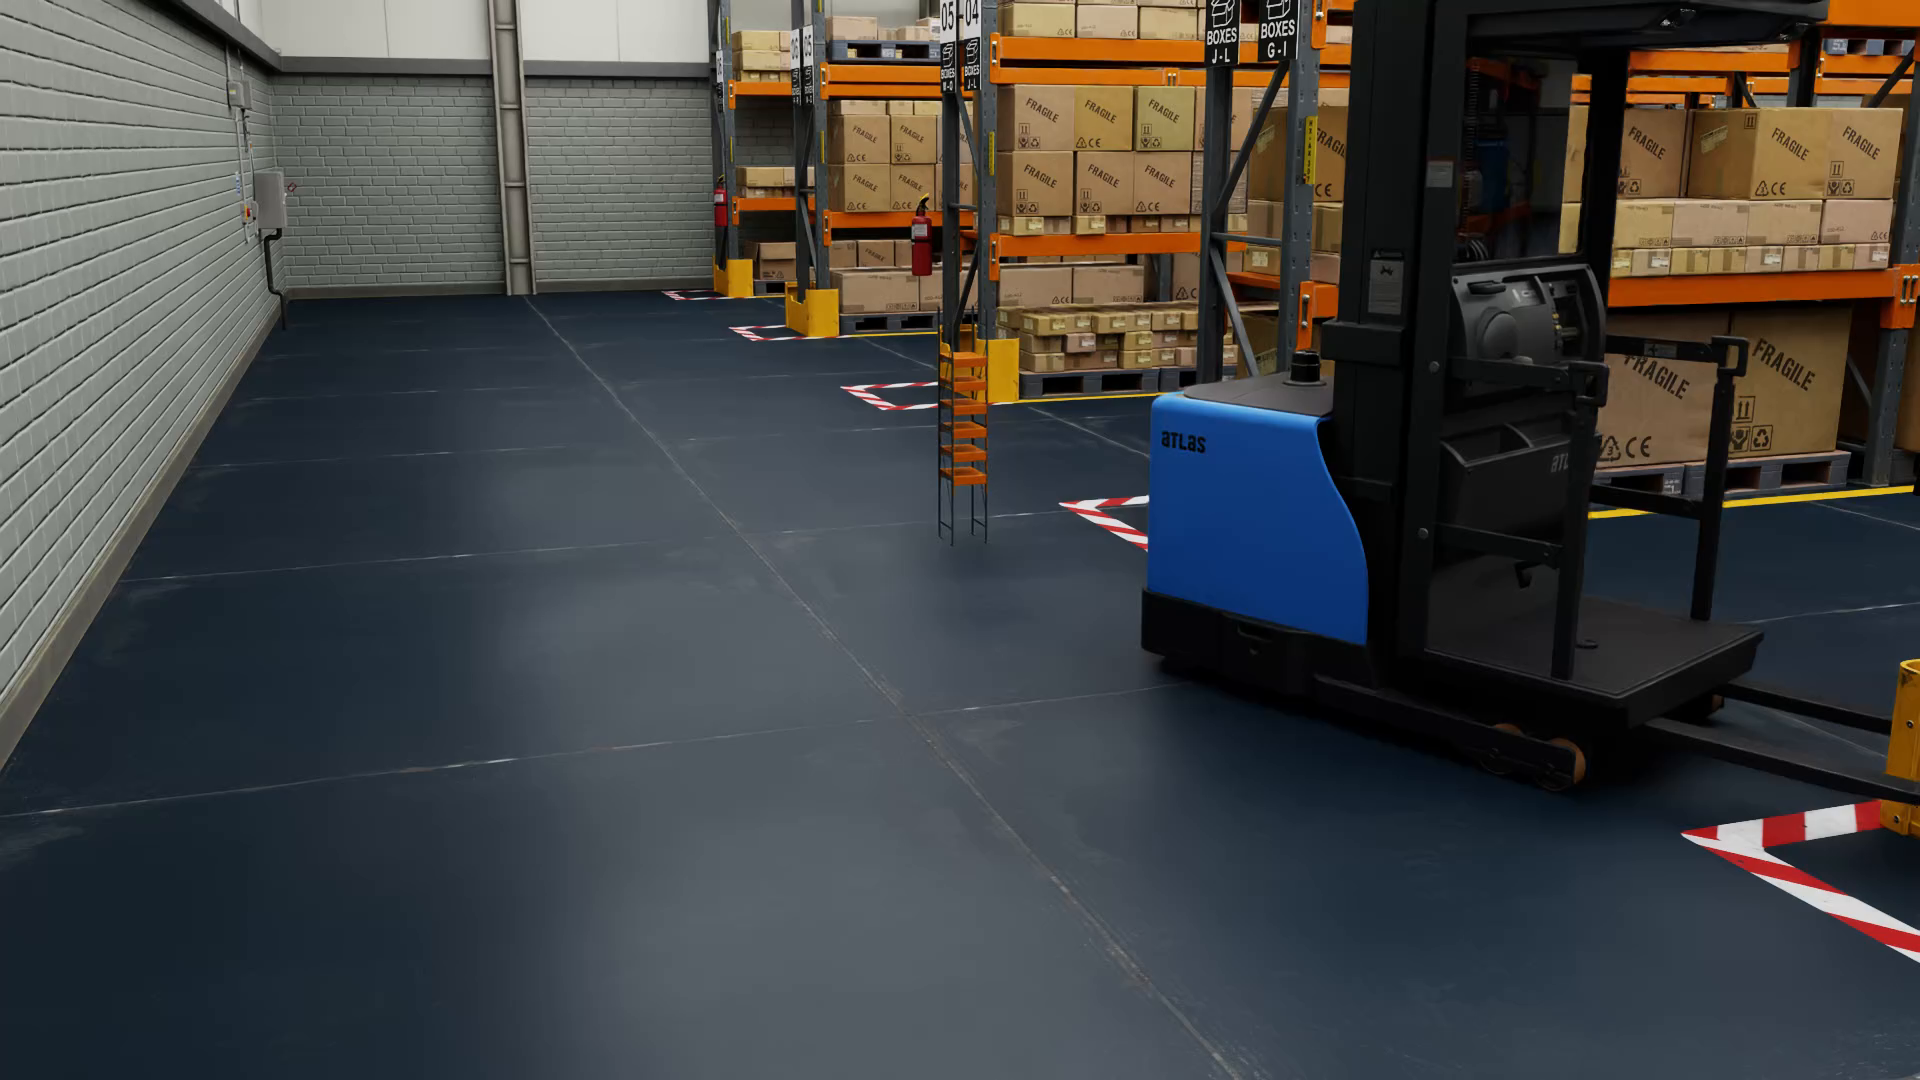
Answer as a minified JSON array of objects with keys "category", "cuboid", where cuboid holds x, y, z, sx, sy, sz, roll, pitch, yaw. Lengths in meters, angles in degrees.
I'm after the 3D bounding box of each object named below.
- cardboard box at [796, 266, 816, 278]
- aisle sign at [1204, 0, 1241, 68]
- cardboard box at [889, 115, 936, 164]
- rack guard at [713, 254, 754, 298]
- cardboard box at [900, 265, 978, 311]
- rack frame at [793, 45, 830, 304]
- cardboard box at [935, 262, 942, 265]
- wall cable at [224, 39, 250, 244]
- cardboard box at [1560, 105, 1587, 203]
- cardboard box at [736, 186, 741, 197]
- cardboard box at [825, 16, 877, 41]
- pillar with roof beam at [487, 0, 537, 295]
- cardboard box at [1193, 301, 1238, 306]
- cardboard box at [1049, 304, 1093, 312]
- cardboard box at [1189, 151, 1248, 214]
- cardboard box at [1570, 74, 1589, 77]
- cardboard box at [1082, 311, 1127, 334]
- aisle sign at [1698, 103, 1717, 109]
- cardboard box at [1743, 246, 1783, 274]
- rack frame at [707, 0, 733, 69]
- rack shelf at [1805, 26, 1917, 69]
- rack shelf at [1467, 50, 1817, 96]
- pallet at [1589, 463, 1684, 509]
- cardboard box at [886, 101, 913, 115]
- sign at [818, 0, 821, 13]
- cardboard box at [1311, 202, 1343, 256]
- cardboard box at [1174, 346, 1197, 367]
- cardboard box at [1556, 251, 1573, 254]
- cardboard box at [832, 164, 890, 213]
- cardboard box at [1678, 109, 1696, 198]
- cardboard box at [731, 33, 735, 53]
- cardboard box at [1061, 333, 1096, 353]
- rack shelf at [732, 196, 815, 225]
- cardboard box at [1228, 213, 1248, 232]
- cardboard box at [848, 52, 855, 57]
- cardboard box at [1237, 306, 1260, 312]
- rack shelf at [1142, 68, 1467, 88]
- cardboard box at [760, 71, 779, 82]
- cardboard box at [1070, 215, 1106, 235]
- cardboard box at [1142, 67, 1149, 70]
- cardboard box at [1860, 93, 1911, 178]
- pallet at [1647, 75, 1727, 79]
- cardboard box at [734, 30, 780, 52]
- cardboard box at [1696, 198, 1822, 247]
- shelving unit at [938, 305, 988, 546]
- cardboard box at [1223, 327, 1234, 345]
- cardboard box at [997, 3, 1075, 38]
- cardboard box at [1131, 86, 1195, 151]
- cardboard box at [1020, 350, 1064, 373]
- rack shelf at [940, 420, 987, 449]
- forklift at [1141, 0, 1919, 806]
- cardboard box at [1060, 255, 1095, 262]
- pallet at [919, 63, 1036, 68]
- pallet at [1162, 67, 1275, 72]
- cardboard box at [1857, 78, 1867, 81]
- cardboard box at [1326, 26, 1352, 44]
[{"category":"cardboard box","cuboid":[-2.168,-3.709,23.008,0.250,0.149,0.380,-5,14,-20]},{"category":"aisle sign","cuboid":[1.391,-2.908,8.769,0.004,0.787,0.394,-4,14,-18]},{"category":"cardboard box","cuboid":[-0.573,-4.304,17.879,0.500,0.500,0.500,-5,14,-20]},{"category":"rack guard","cuboid":[-3.121,-3.634,22.842,0.348,0.500,1.175,-4,14,-18]},{"category":"cardboard box","cuboid":[-0.148,-2.854,18.790,0.875,0.438,0.875,-4,14,-17]},{"category":"rack frame","cuboid":[-1.606,-3.756,17.953,0.127,3.000,1.000,-4,14,-18]},{"category":"cardboard box","cuboid":[-0.174,-3.882,23.483,0.258,0.266,0.396,-4,14,-16]},{"category":"wall cable","cuboid":[-6.943,-3.845,16.061,0.123,1.953,0.585,-4,14,-18]},{"category":"cardboard box","cuboid":[3.058,-2.072,8.933,0.500,0.500,0.500,-5,14,-20]},{"category":"cardboard box","cuboid":[-2.964,-4.806,22.908,0.250,0.149,0.380,-5,14,-19]},{"category":"cardboard box","cuboid":[-1.208,-5.449,17.786,0.500,0.250,0.500,-6,15,-23]},{"category":"pillar with roof beam","cuboid":[-4.663,-6.818,17.860,0.400,9.000,9.100,-4,14,-18]},{"category":"cardboard box","cuboid":[2.224,-2.000,14.537,0.250,0.149,0.380,-5,14,-20]},{"category":"cardboard box","cuboid":[0.951,-1.933,14.253,0.250,0.149,0.380,-5,14,-19]},{"category":"cardboard box","cuboid":[2.030,-2.962,13.753,0.500,0.500,0.500,-5,14,-20]},{"category":"cardboard box","cuboid":[7.413,-5.975,20.576,0.637,0.503,0.797,-4,14,-18]},{"category":"cardboard box","cuboid":[1.176,-1.786,13.639,0.250,0.149,0.380,-4,14,-18]},{"category":"aisle sign","cuboid":[12.127,-7.231,26.942,0.004,0.787,0.394,-4,14,-18]},{"category":"cardboard box","cuboid":[4.430,-1.605,9.450,0.250,0.149,0.380,-4,14,-17]},{"category":"rack frame","cuboid":[-3.193,-7.763,21.834,0.127,3.000,1.000,-4,14,-18]},{"category":"rack shelf","cuboid":[7.241,-3.135,10.413,4.000,0.370,1.077,-4,14,-18]},{"category":"rack shelf","cuboid":[5.755,-4.230,15.018,4.000,0.370,1.077,-4,14,-18]},{"category":"pallet","cuboid":[3.442,-0.392,9.833,1.213,0.211,1.003,-4,14,-18]},{"category":"cardboard box","cuboid":[-0.673,-4.602,17.728,0.250,0.149,0.380,-4,14,-16]},{"category":"sign","cuboid":[-1.435,-5.557,16.982,0.005,0.325,0.100,-4,14,-18]},{"category":"cardboard box","cuboid":[2.095,-1.631,8.699,0.500,0.250,0.500,-5,14,-20]},{"category":"cardboard box","cuboid":[1.875,-1.555,13.951,0.250,0.149,0.380,-5,14,-21]},{"category":"cardboard box","cuboid":[3.214,-1.510,9.052,0.250,0.149,0.380,-5,14,-19]},{"category":"cardboard box","cuboid":[-1.060,-3.778,17.826,0.500,0.500,0.500,-5,14,-19]},{"category":"cardboard box","cuboid":[4.341,-2.301,9.894,0.500,0.500,0.500,-4,14,-18]},{"category":"cardboard box","cuboid":[-2.861,-6.713,22.502,0.500,0.250,0.500,-5,14,-20]},{"category":"cardboard box","cuboid":[0.924,-1.631,13.626,0.250,0.149,0.380,-5,14,-18]},{"category":"rack shelf","cuboid":[-1.297,-4.642,23.233,4.000,0.370,1.077,-4,14,-18]},{"category":"cardboard box","cuboid":[2.205,-2.648,13.835,0.250,0.149,0.380,-4,14,-17]},{"category":"cardboard box","cuboid":[-1.721,-6.426,22.374,0.500,0.250,0.500,-5,14,-20]},{"category":"cardboard box","cuboid":[2.392,-1.885,14.051,0.250,0.149,0.380,-5,14,-20]},{"category":"rack shelf","cuboid":[4.080,-5.309,19.551,4.000,0.370,1.077,-4,14,-18]},{"category":"cardboard box","cuboid":[-2.576,-6.179,22.201,0.250,0.149,0.380,-4,14,-17]},{"category":"cardboard box","cuboid":[0.980,-2.544,13.399,0.250,0.149,0.380,-5,14,-20]},{"category":"cardboard box","cuboid":[2.752,-6.953,24.374,0.250,0.149,0.380,-5,14,-19]},{"category":"cardboard box","cuboid":[5.948,-2.464,10.135,0.637,0.503,0.797,-5,14,-20]},{"category":"pallet","cuboid":[9.148,-5.988,21.258,1.003,0.211,1.213,-4,14,-18]},{"category":"cardboard box","cuboid":[-2.692,-6.597,22.013,0.500,0.250,0.500,-5,14,-19]},{"category":"cardboard box","cuboid":[4.521,-1.821,9.498,0.500,0.250,0.500,-4,14,-16]},{"category":"shelving unit","cuboid":[0.014,-0.585,8.508,0.189,1.200,0.258,-4,14,-18]},{"category":"cardboard box","cuboid":[2.130,-1.750,14.130,0.250,0.149,0.380,-4,14,-15]},{"category":"cardboard box","cuboid":[0.575,-4.042,12.994,0.500,0.250,0.500,-4,14,-16]},{"category":"cardboard box","cuboid":[1.555,-3.405,13.456,0.500,0.500,0.500,-5,14,-19]},{"category":"cardboard box","cuboid":[0.667,-1.464,13.569,0.250,0.149,0.380,-4,14,-17]},{"category":"rack shelf","cuboid":[0.014,-0.542,8.519,0.180,0.103,0.258,-4,14,-18]},{"category":"forklift","cuboid":[2.081,-0.761,5.506,1.130,2.935,3.031,-12,18,-41]},{"category":"cardboard box","cuboid":[1.630,-4.156,24.127,0.500,0.500,0.500,-5,14,-19]},{"category":"pallet","cuboid":[0.252,-5.321,18.238,1.213,0.211,1.003,-4,14,-18]},{"category":"pallet","cuboid":[3.038,-5.496,19.199,1.217,0.209,0.805,-5,14,-20]},{"category":"cardboard box","cuboid":[11.605,-6.062,21.707,0.250,0.149,0.380,-4,14,-18]},{"category":"cardboard box","cuboid":[3.003,-4.230,13.786,0.500,0.250,0.500,-4,14,-18]}]
